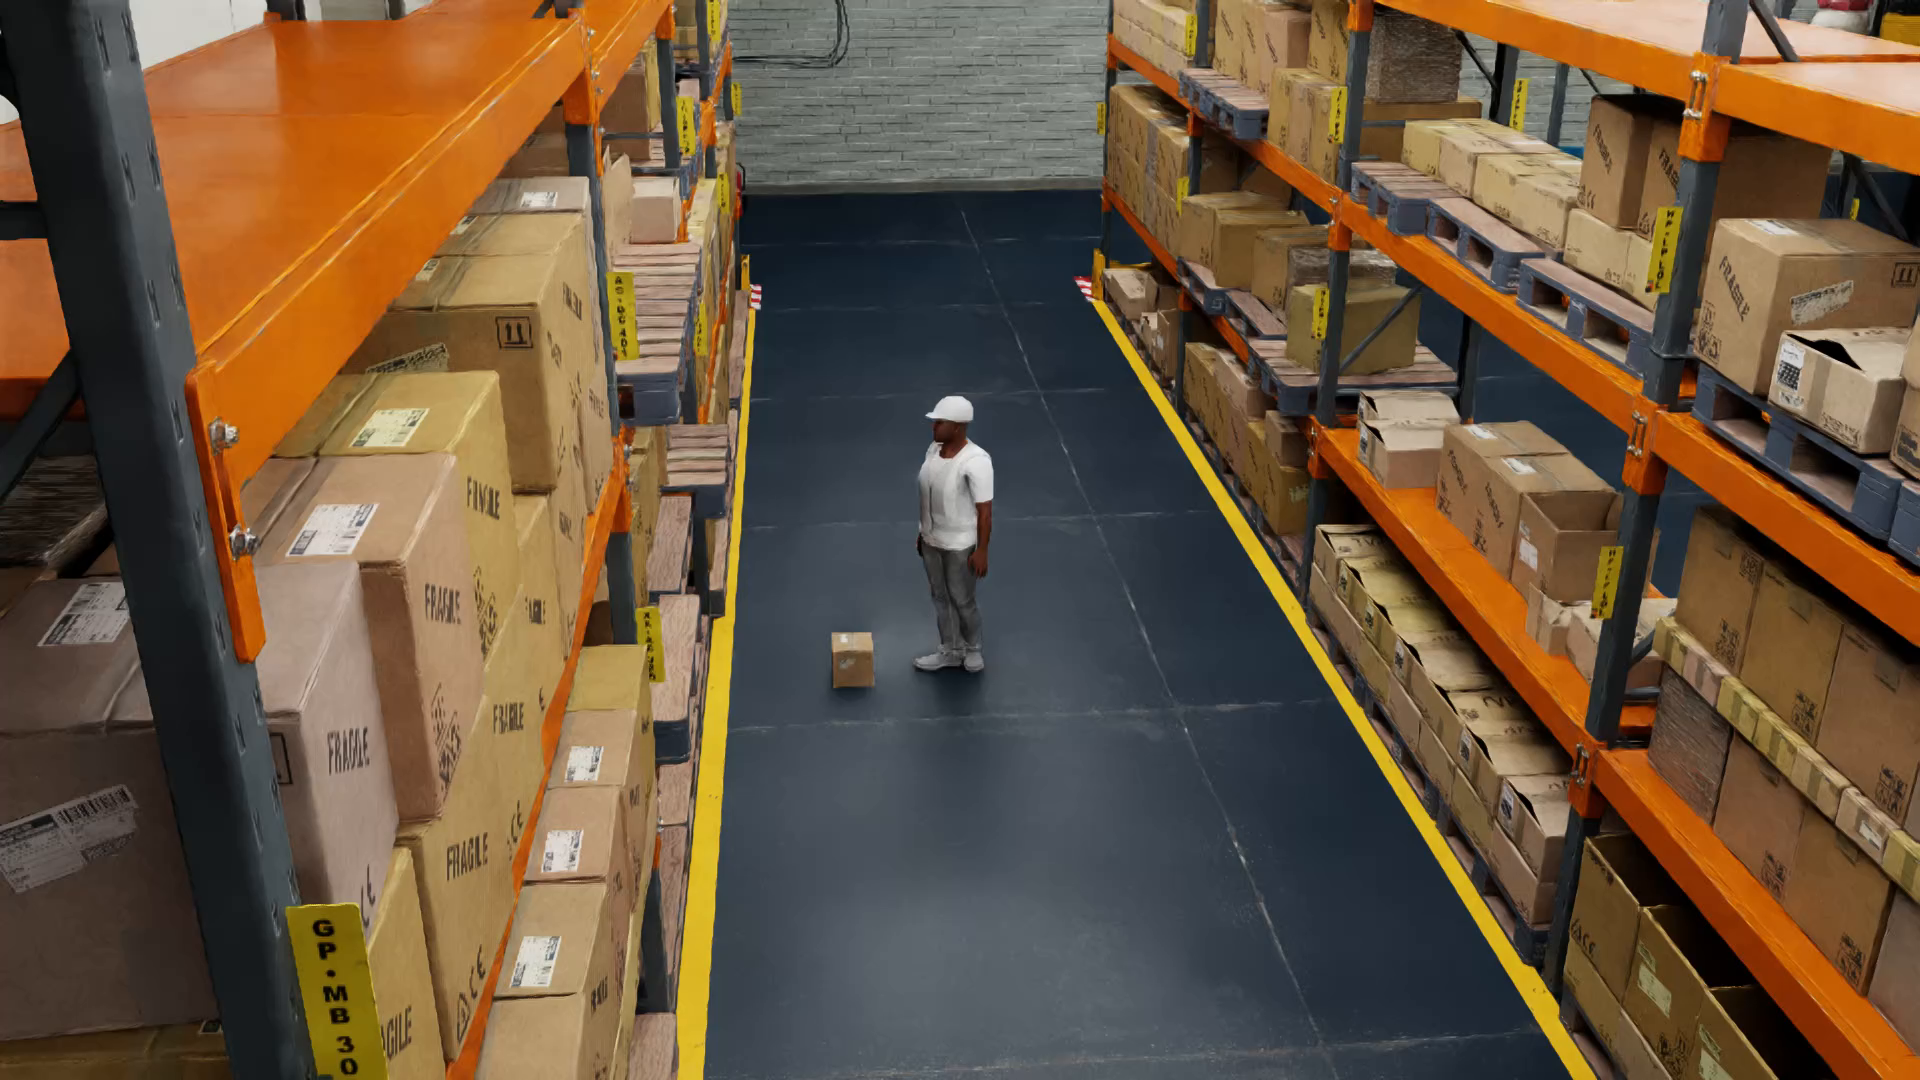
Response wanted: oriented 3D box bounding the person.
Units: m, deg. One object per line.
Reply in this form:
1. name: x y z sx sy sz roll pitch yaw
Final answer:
1. person: -0.030 -0.017 10.085 0.431 1.765 0.610 -19 30 -36
